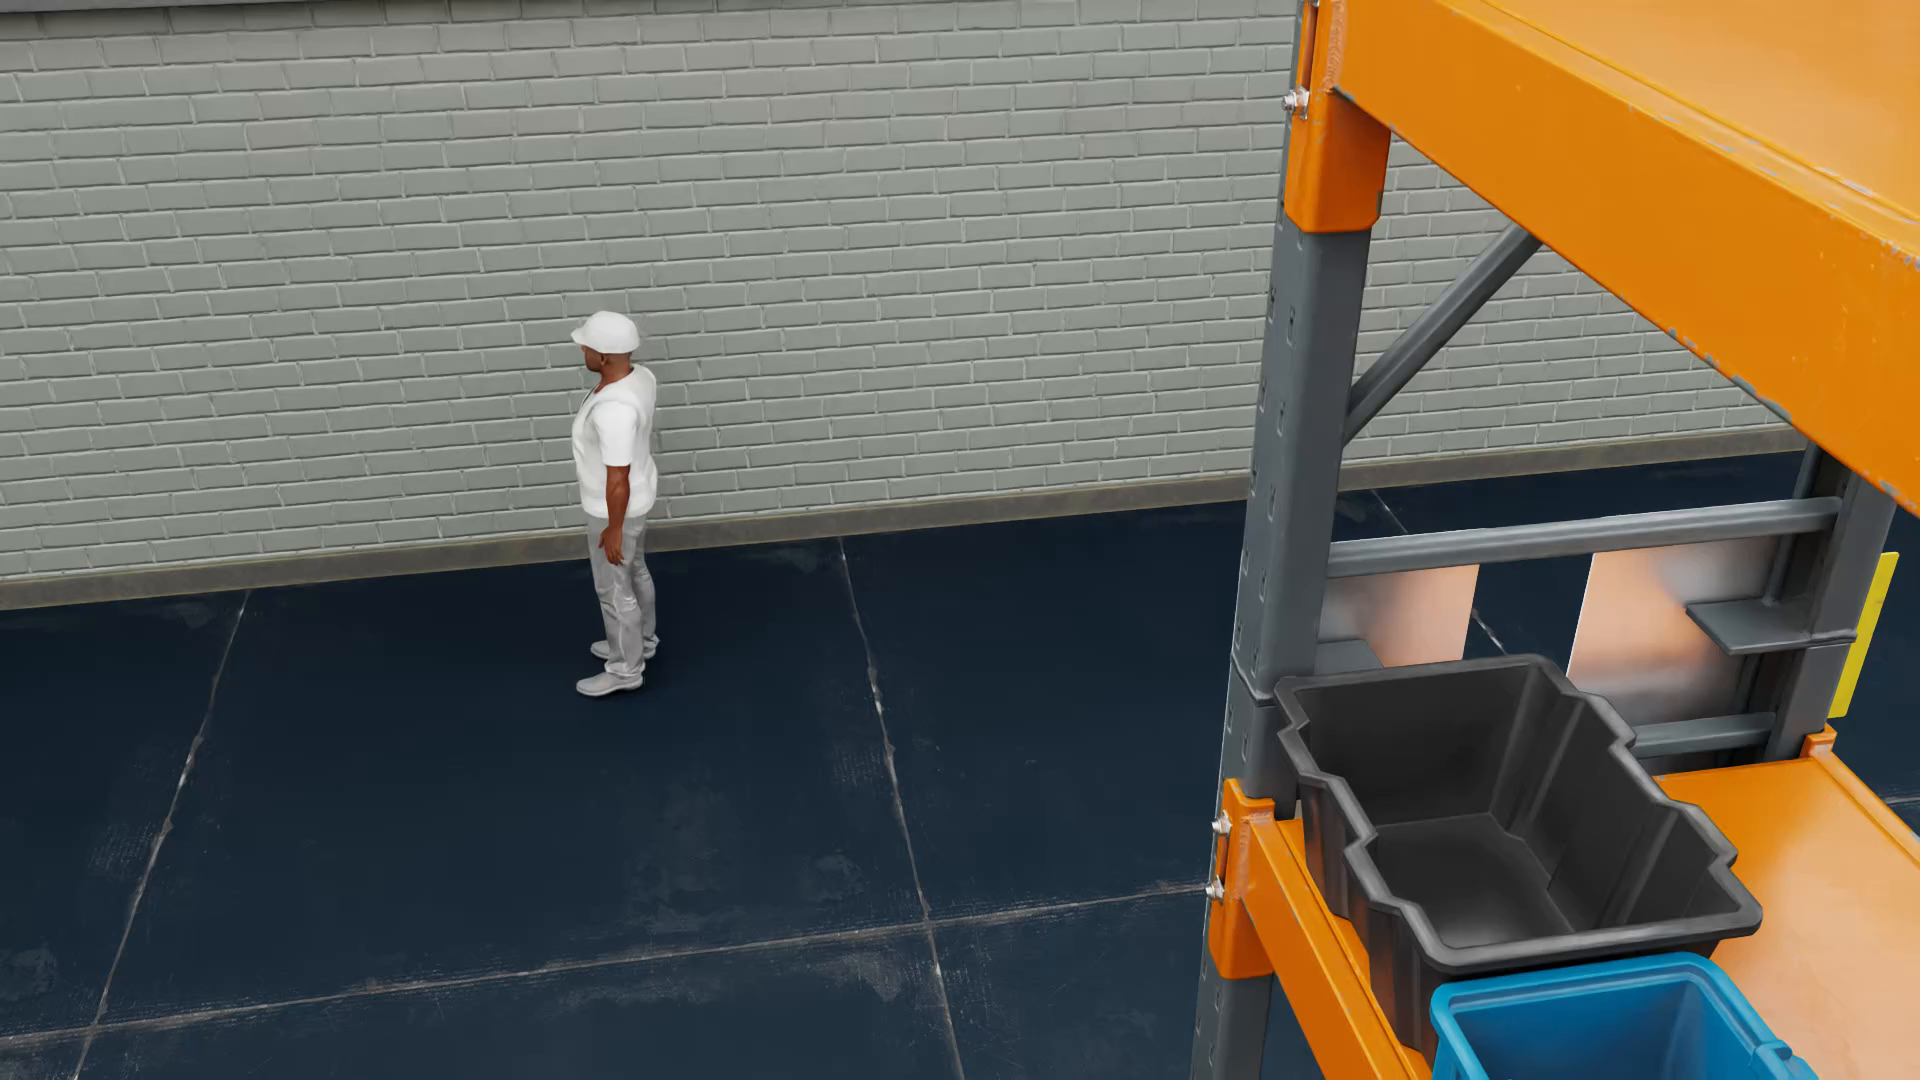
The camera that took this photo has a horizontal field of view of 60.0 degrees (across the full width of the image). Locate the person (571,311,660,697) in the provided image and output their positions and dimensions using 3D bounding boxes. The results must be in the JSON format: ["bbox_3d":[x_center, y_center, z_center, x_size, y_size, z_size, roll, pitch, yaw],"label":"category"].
[{"bbox_3d":[-1.544,-0.170,7.356,0.446,1.786,0.603,0,31,0],"label":"person"}]
